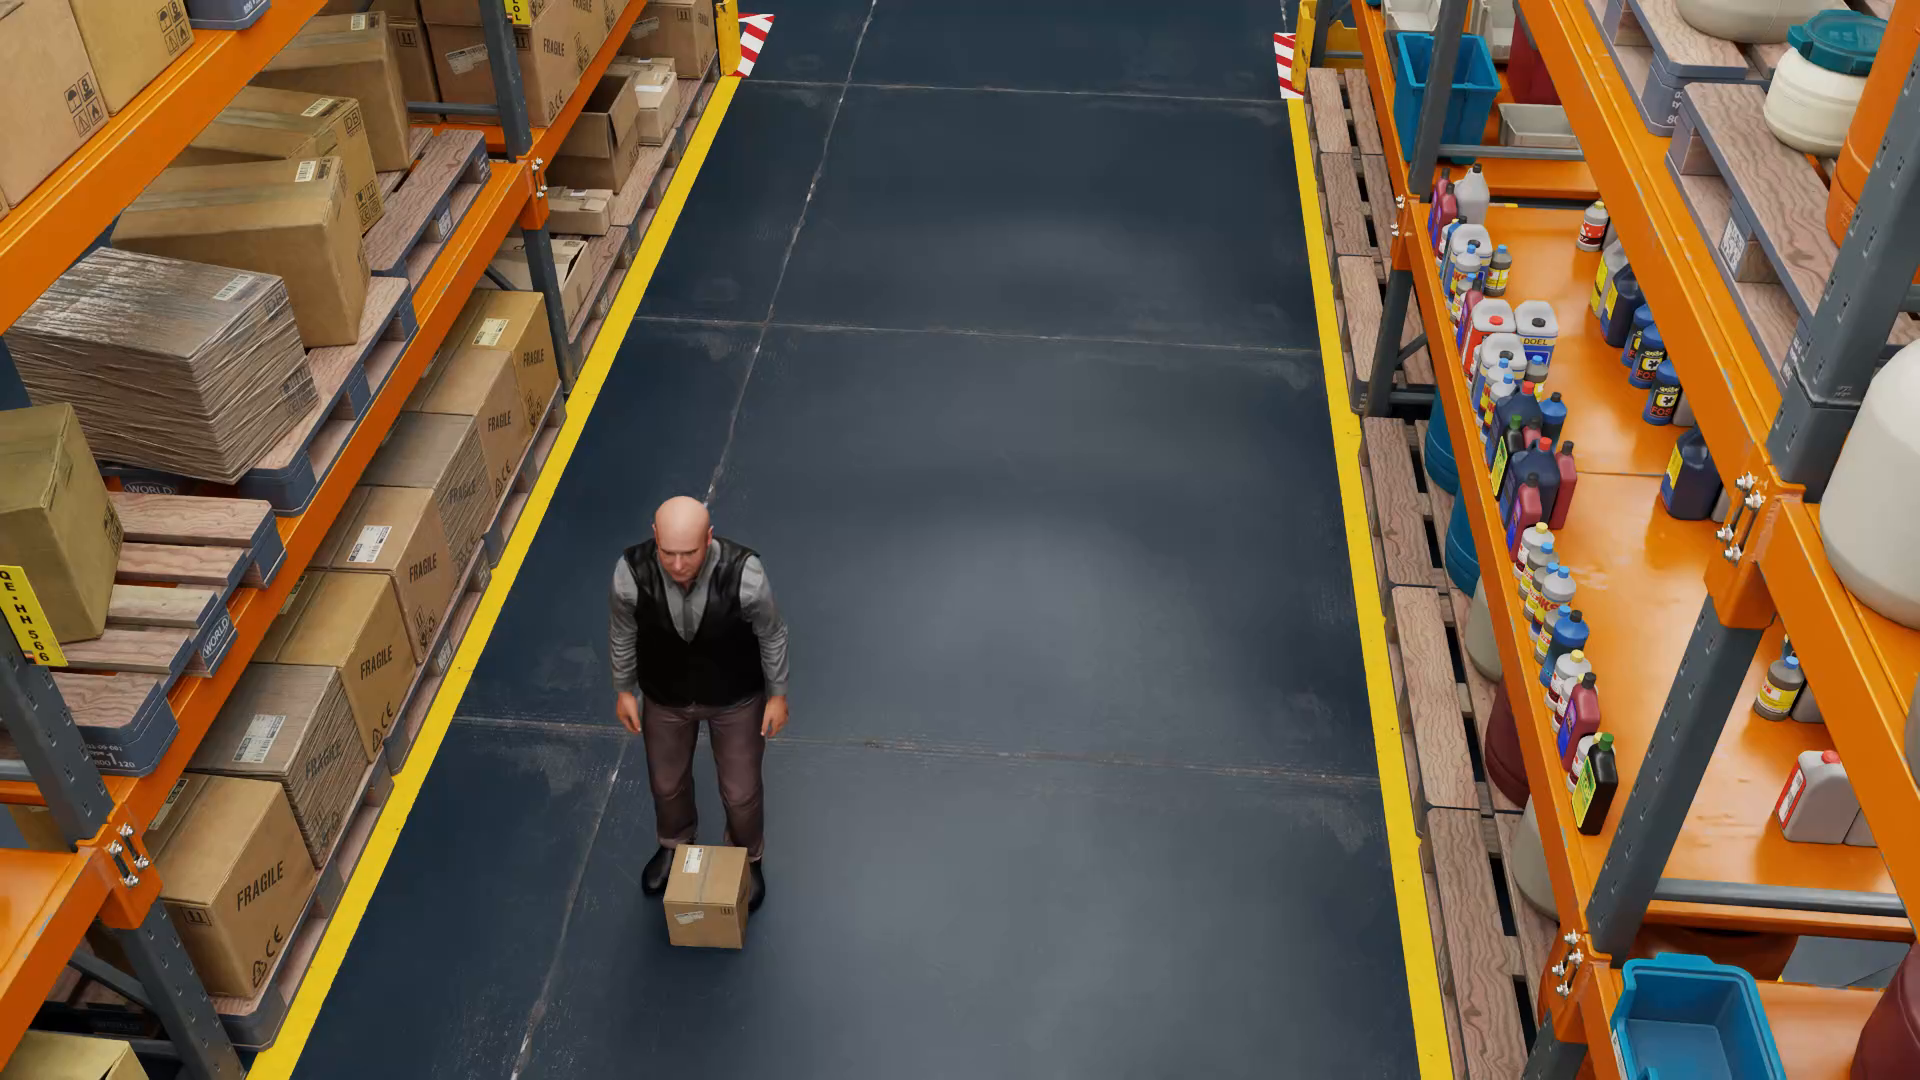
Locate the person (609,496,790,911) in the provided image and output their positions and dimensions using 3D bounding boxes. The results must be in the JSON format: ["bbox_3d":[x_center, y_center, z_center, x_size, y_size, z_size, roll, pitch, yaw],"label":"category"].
[{"bbox_3d":[-0.855,0.521,5.548,0.591,1.722,0.465,2,40,2],"label":"person"}]
